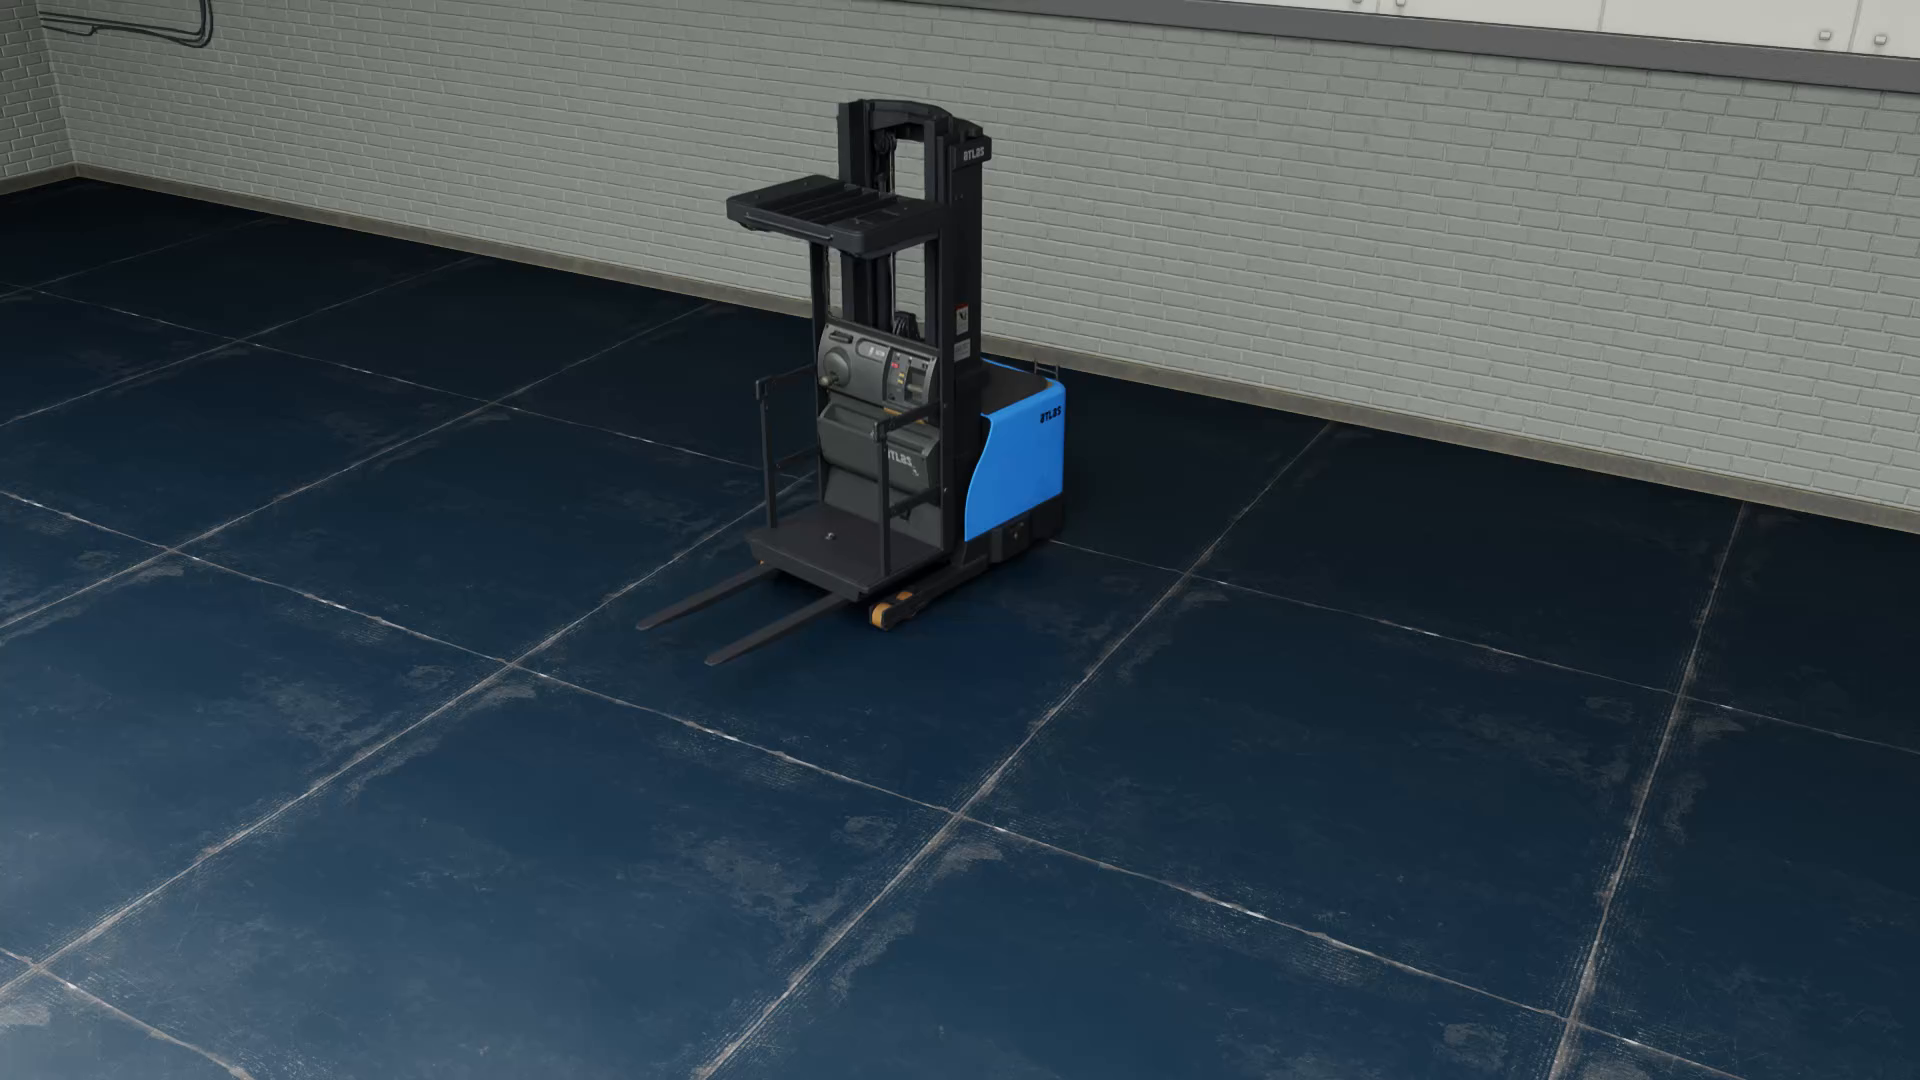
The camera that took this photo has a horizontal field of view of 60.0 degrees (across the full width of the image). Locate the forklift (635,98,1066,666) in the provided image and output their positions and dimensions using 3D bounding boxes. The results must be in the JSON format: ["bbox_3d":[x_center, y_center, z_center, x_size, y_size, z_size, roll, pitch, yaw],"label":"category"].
[{"bbox_3d":[-0.644,-1.020,9.932,1.130,2.935,3.031,21,34,36],"label":"forklift"}]

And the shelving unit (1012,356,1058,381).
[{"bbox_3d":[0.505,-0.709,11.413,0.215,1.050,0.252,21,34,36],"label":"shelving unit"}]

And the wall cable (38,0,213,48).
[{"bbox_3d":[-9.274,-6.647,17.864,3.097,2.526,0.112,14,30,26],"label":"wall cable"}]

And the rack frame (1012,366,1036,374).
[{"bbox_3d":[0.424,-0.668,11.331,0.200,1.050,0.008,21,34,36],"label":"rack frame"}]

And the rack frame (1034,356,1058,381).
[{"bbox_3d":[0.585,-0.750,11.495,0.200,1.050,0.008,21,34,36],"label":"rack frame"}]
